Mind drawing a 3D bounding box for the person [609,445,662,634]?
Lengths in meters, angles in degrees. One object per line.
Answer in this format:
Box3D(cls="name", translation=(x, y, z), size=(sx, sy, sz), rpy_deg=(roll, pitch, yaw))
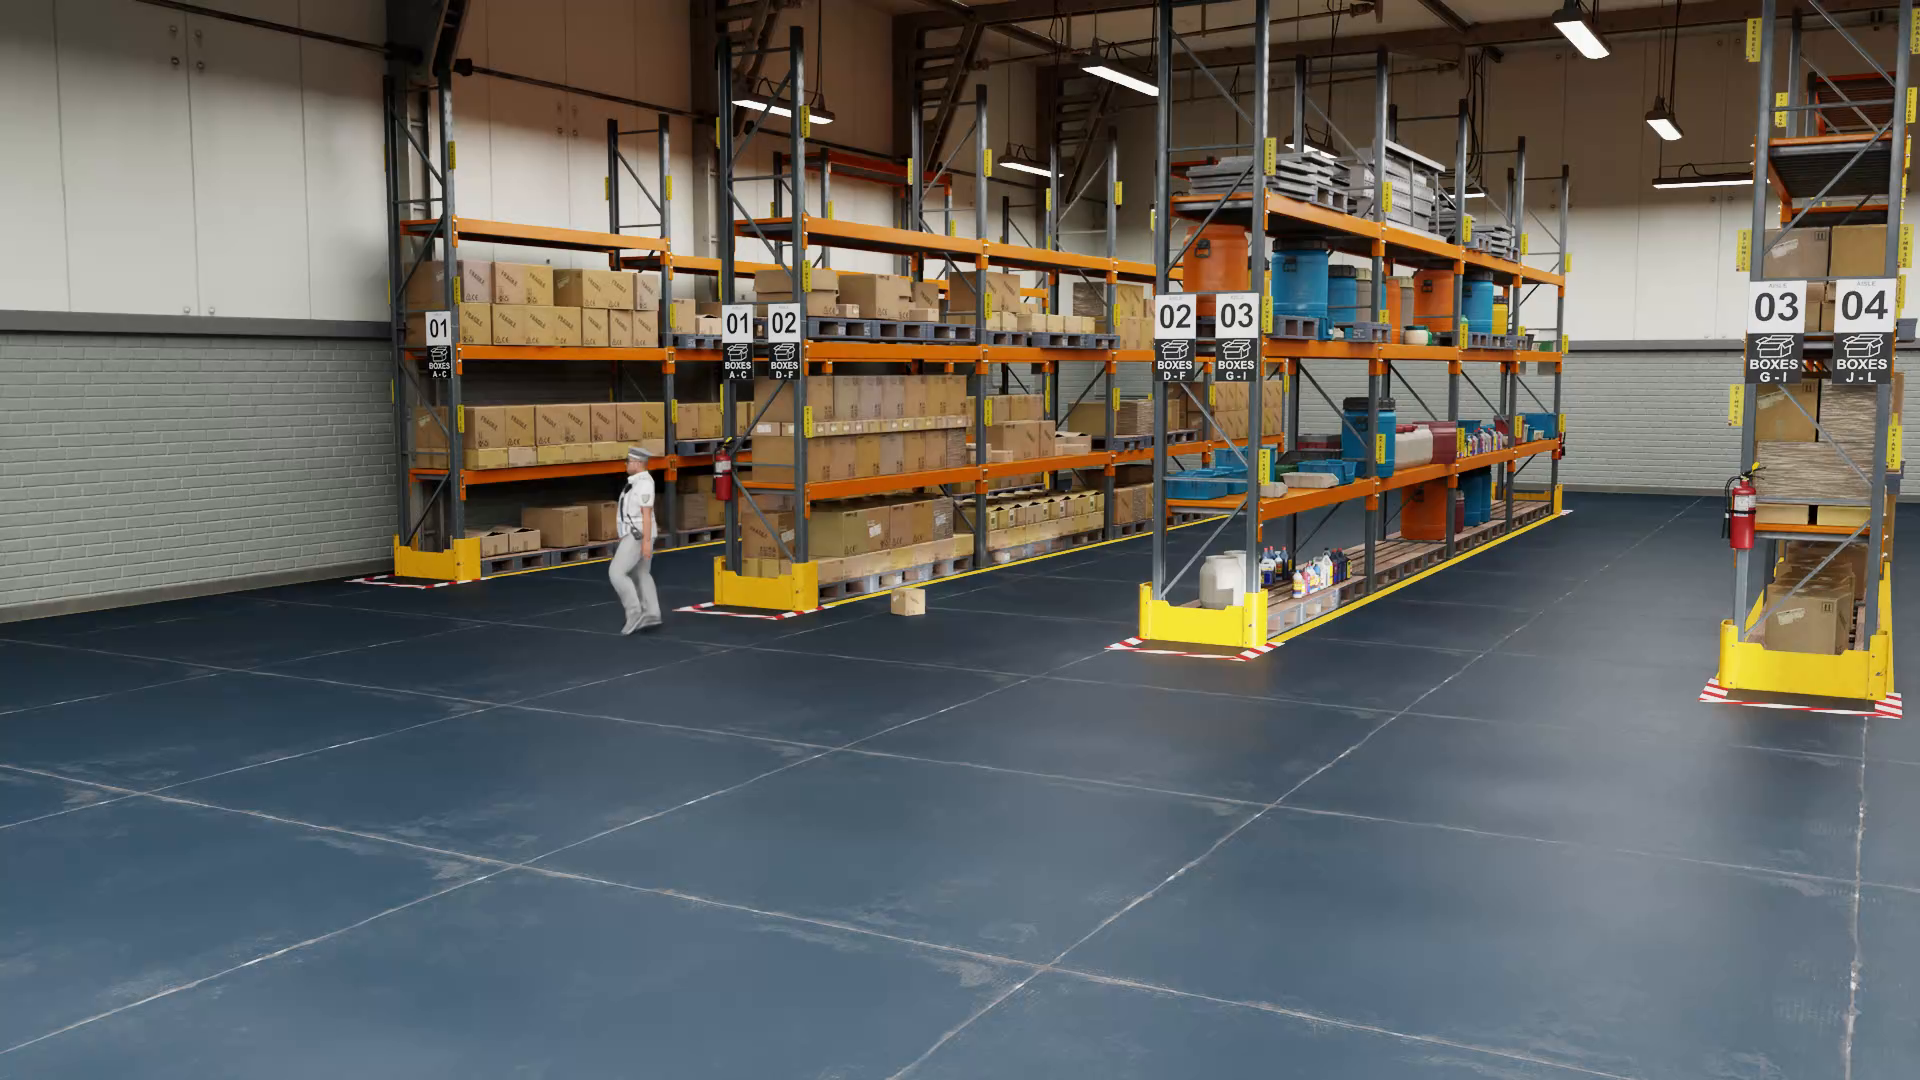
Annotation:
Box3D(cls="person", translation=(-3.140, 0.008, 16.026), size=(0.506, 1.835, 0.585), rpy_deg=(-1, 6, -13))
